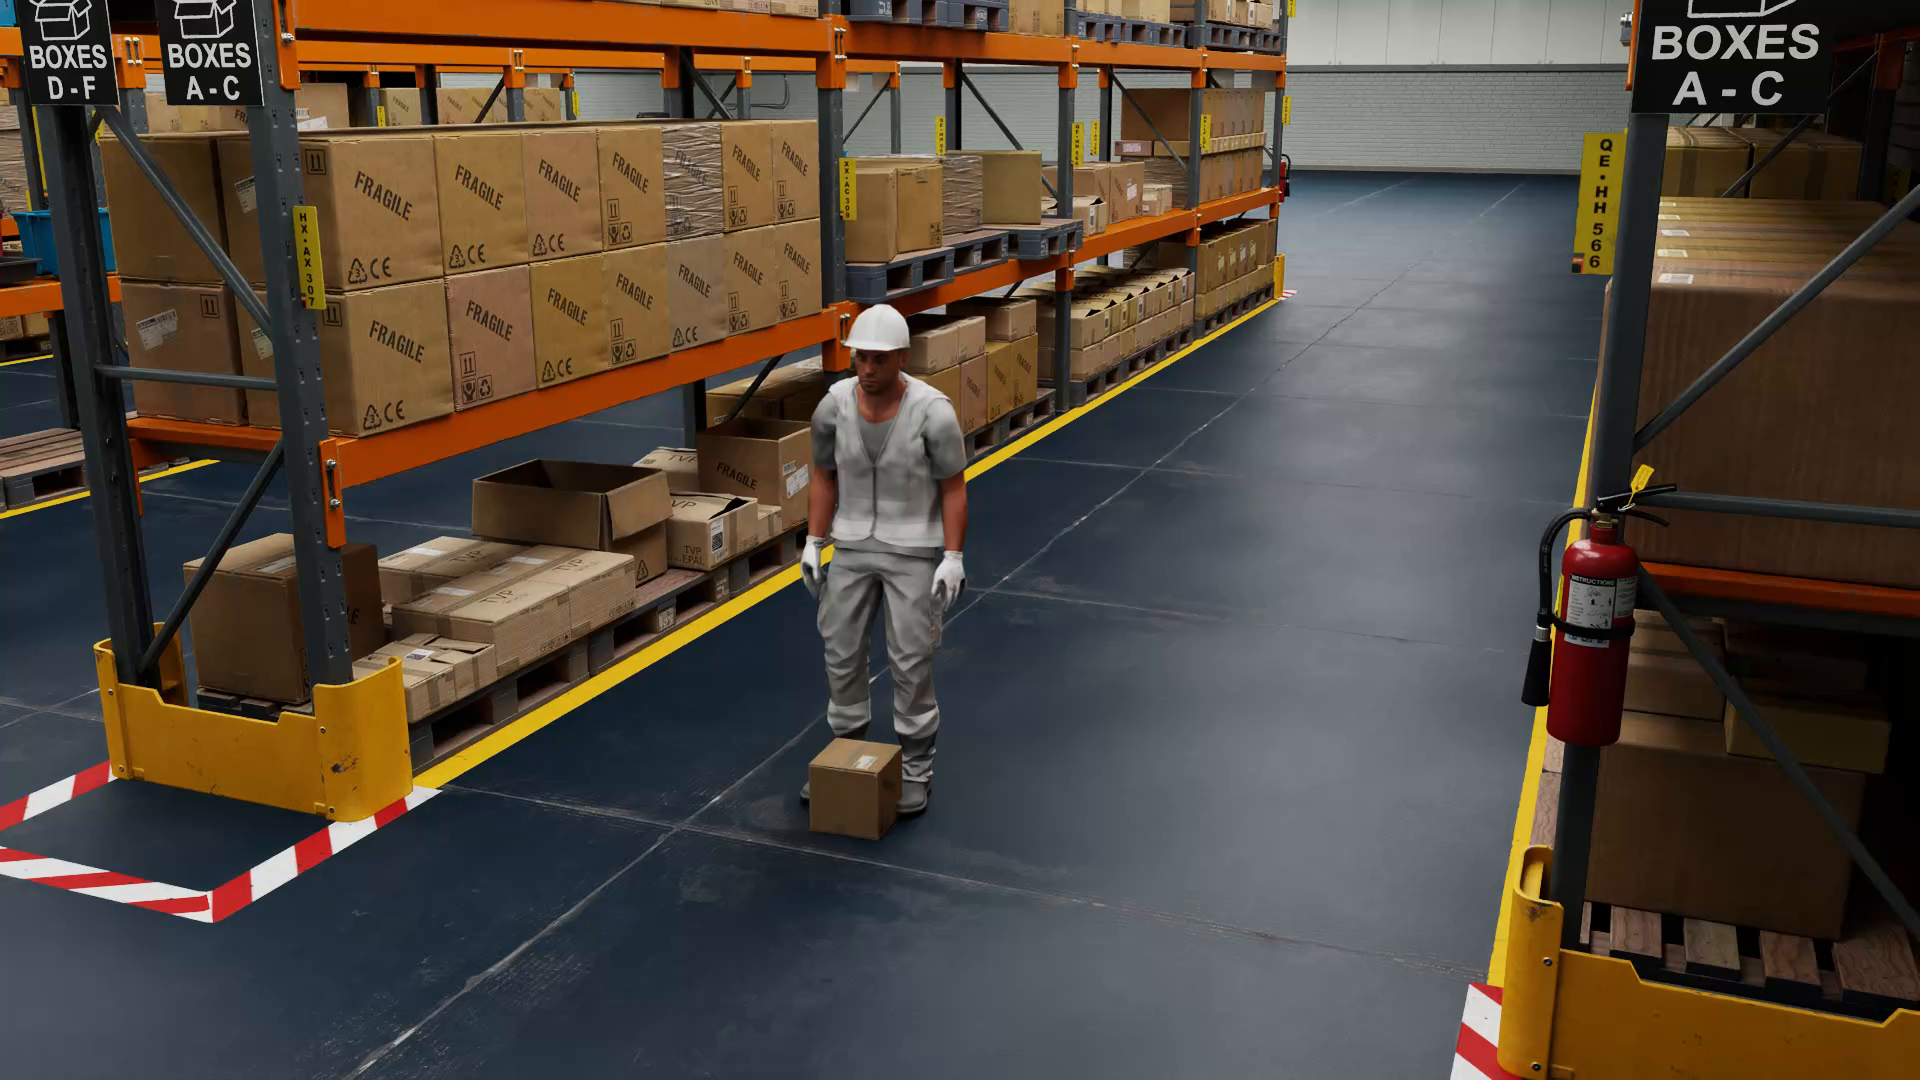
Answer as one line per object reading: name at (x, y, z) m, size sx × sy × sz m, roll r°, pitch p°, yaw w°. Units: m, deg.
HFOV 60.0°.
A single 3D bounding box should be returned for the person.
person at (-0.271, 0.068, 5.748) m, size 0.607 × 1.777 × 0.454 m, roll 5°, pitch 16°, yaw 18°
